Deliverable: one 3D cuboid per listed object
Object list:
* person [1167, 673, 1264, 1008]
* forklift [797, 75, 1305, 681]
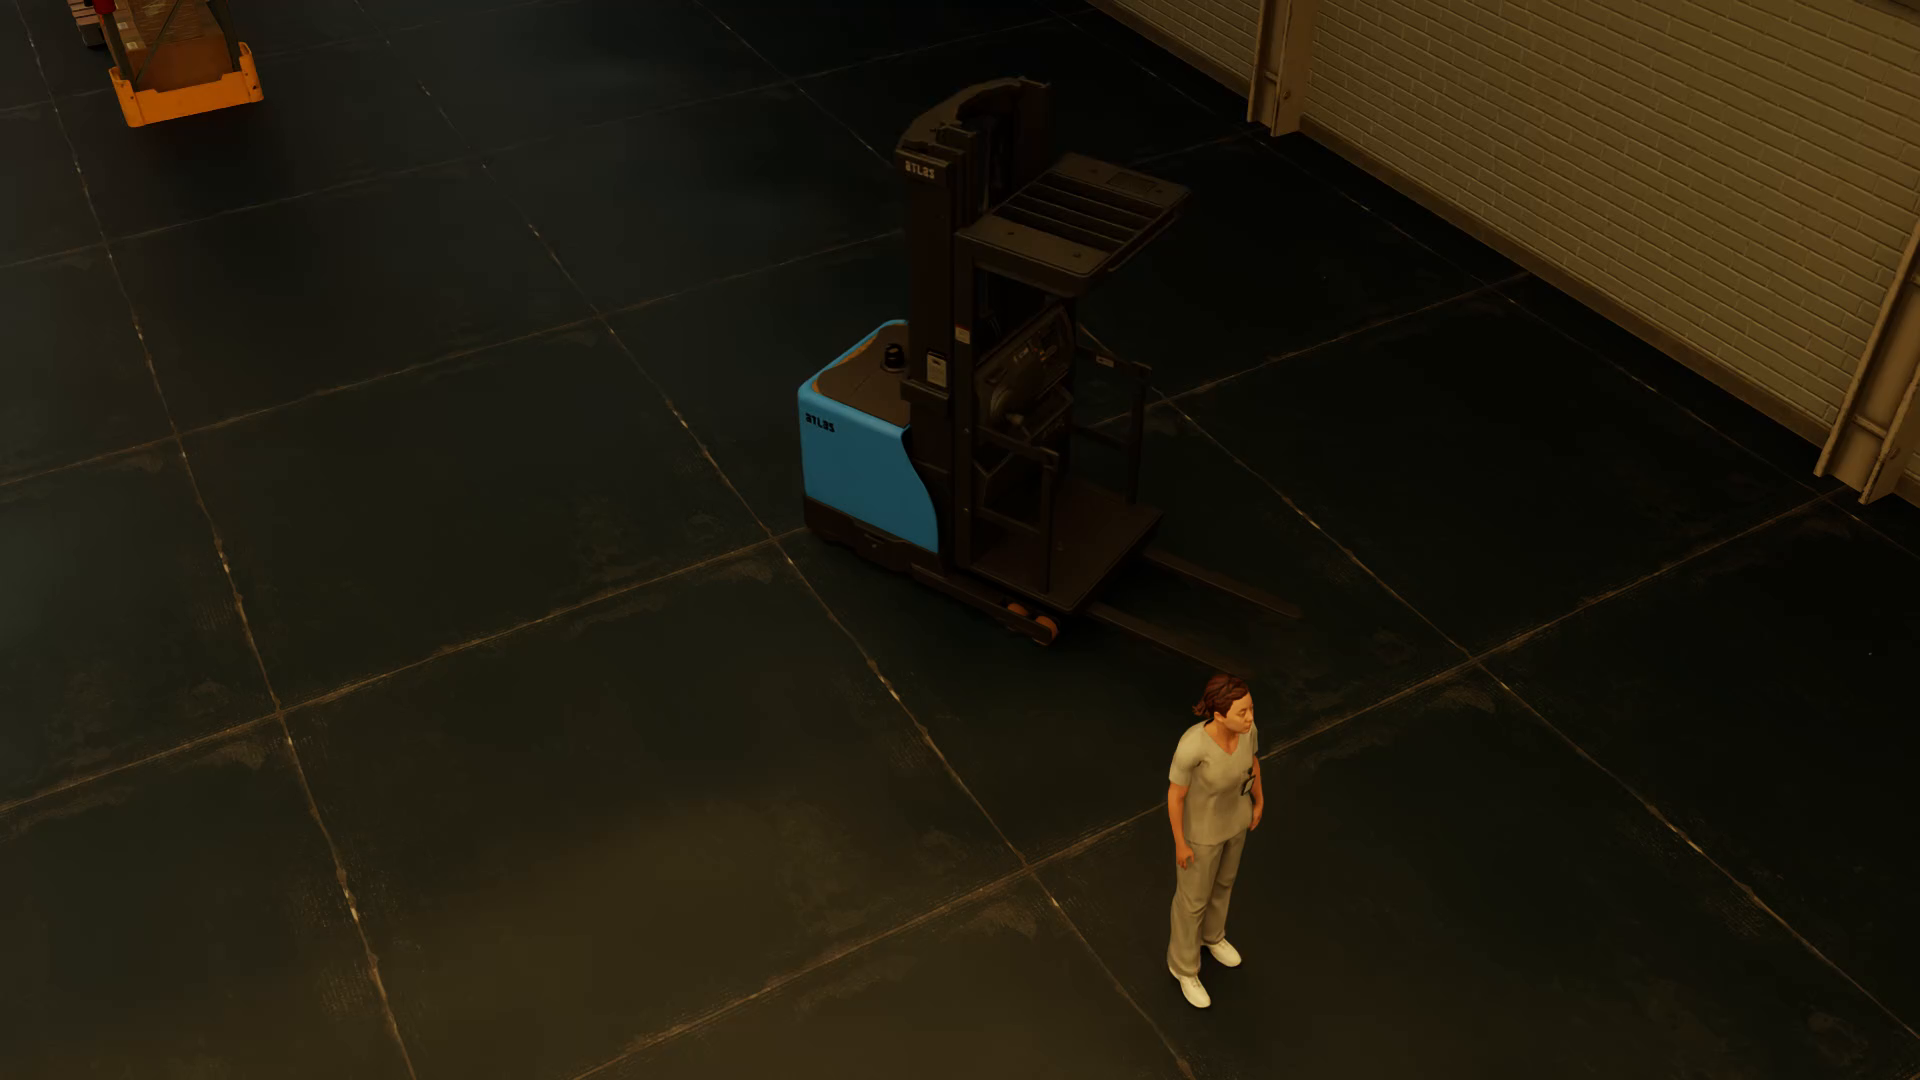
[{"bbox_3d":[1.176,1.311,7.432,0.538,1.678,0.539,-24,45,-26],"label":"person"},{"bbox_3d":[0.531,-0.911,9.135,3.031,2.935,1.130,24,45,26],"label":"forklift"}]
